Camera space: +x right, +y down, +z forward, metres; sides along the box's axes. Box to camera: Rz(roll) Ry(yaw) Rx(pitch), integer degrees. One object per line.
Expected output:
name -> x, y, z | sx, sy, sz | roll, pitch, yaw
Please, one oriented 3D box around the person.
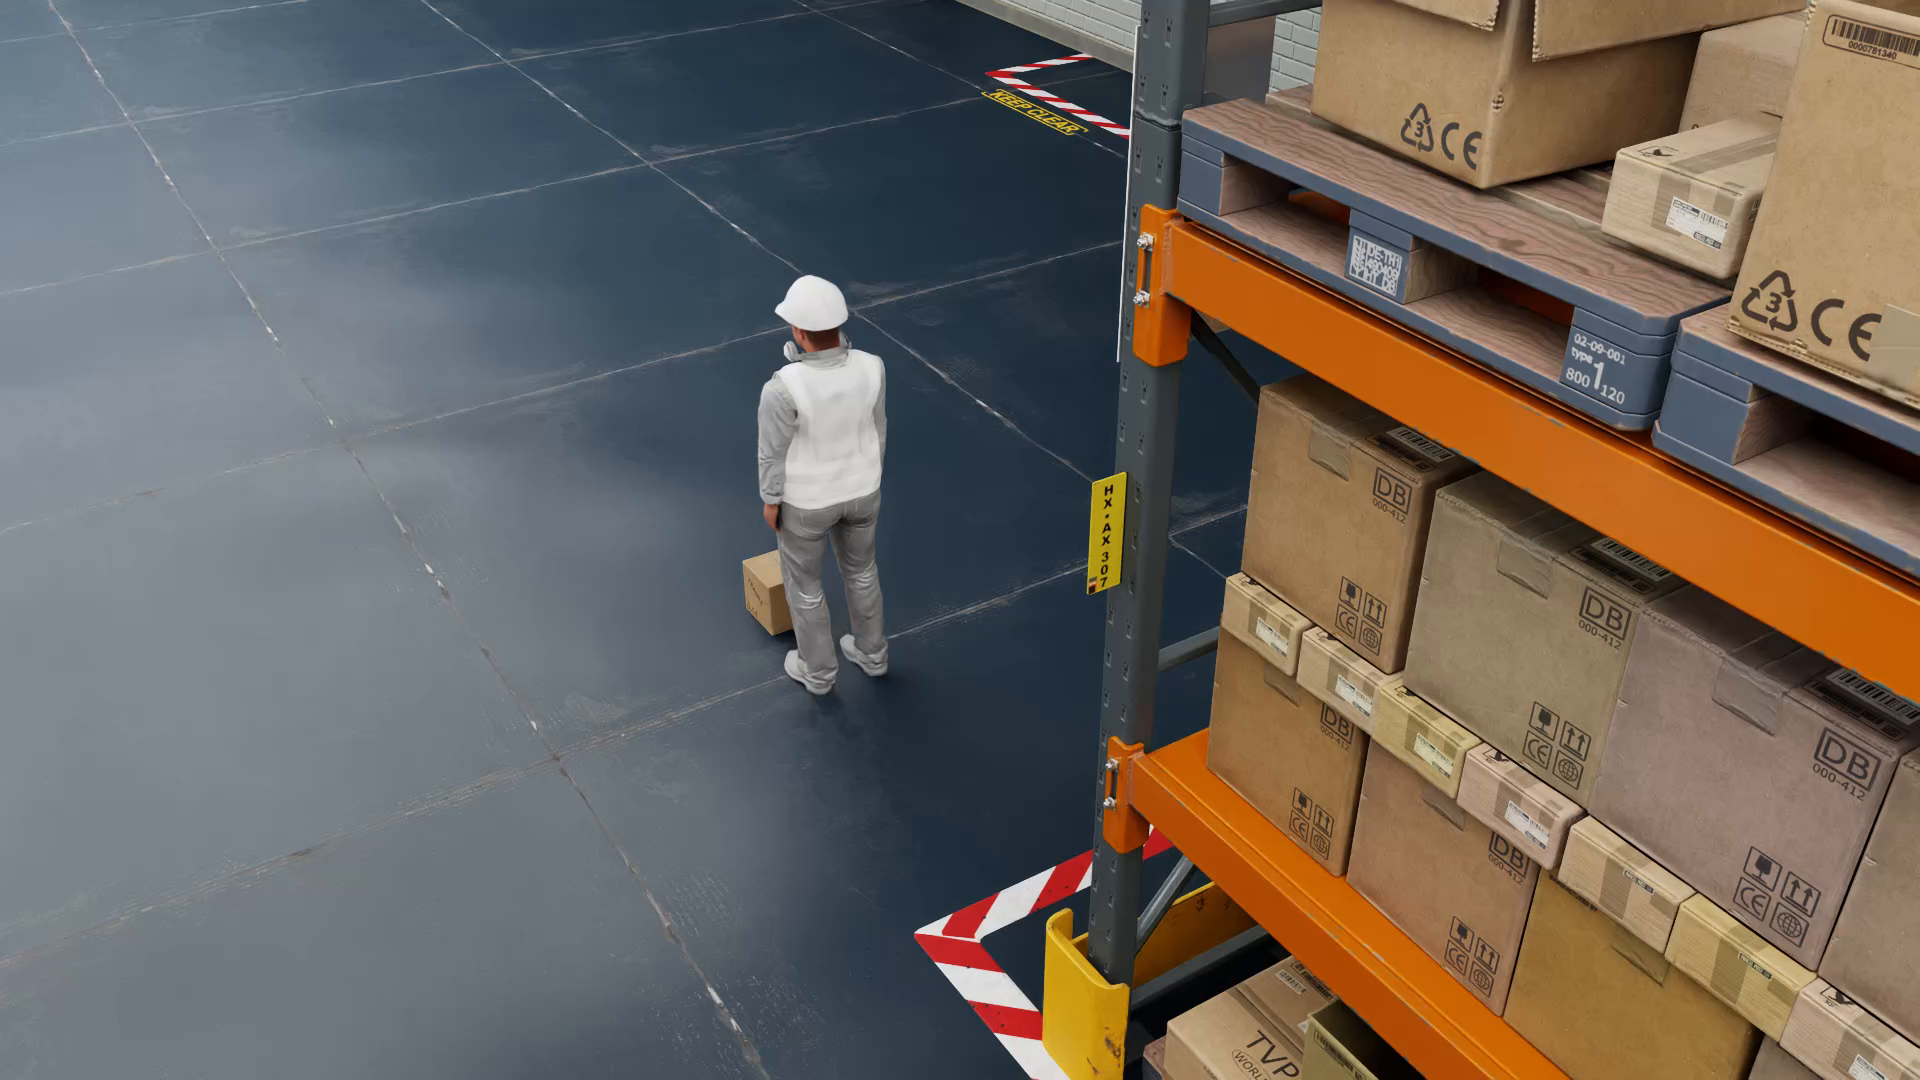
person -> -0.531, -0.194, 6.434 | 0.533, 1.769, 0.360 | -18, 37, -26
